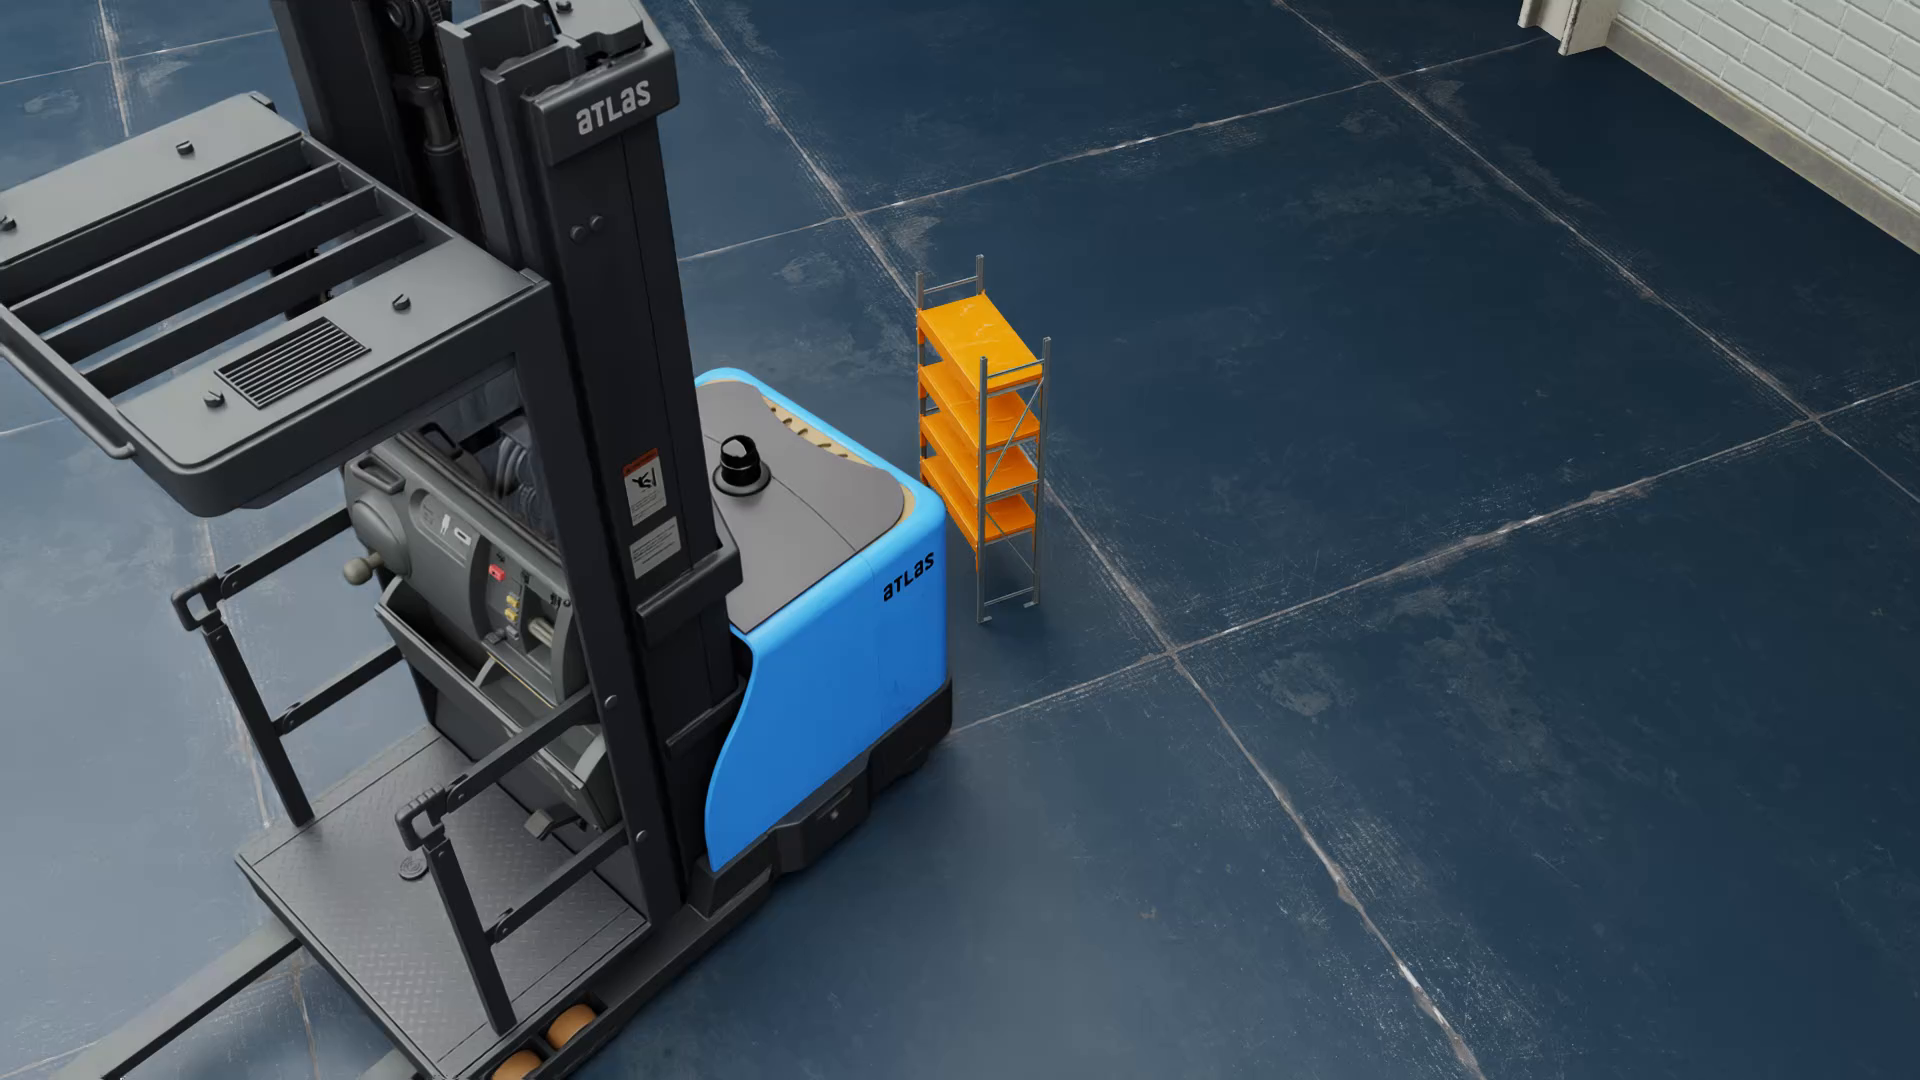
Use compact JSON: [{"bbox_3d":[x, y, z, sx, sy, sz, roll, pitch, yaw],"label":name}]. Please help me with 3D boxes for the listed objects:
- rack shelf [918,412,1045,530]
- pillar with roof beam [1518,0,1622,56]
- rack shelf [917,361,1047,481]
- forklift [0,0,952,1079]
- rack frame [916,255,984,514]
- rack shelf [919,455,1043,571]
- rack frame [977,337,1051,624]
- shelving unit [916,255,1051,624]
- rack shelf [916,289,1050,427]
[{"bbox_3d":[0.070,-0.274,5.769,0.258,0.148,0.480,-18,47,-17],"label":"rack shelf"},{"bbox_3d":[-0.628,-4.685,4.591,9.100,9.000,0.400,-18,47,-17],"label":"pillar with roof beam"},{"bbox_3d":[0.070,-0.433,5.612,0.258,0.148,0.480,-18,47,-17],"label":"rack shelf"},{"bbox_3d":[-1.395,0.134,4.027,1.130,2.935,3.031,33,53,29],"label":"forklift"},{"bbox_3d":[-0.033,-0.477,5.879,0.240,1.200,0.015,-18,47,-17],"label":"rack frame"},{"bbox_3d":[0.070,-0.132,5.908,0.258,0.148,0.480,-18,47,-17],"label":"rack shelf"},{"bbox_3d":[0.172,-0.166,5.564,0.240,1.200,0.015,-18,47,-17],"label":"rack frame"},{"bbox_3d":[0.070,-0.322,5.722,0.258,1.200,0.503,-18,47,-17],"label":"shelving unit"},{"bbox_3d":[0.070,-0.601,5.446,0.258,0.148,0.480,-18,47,-17],"label":"rack shelf"}]
